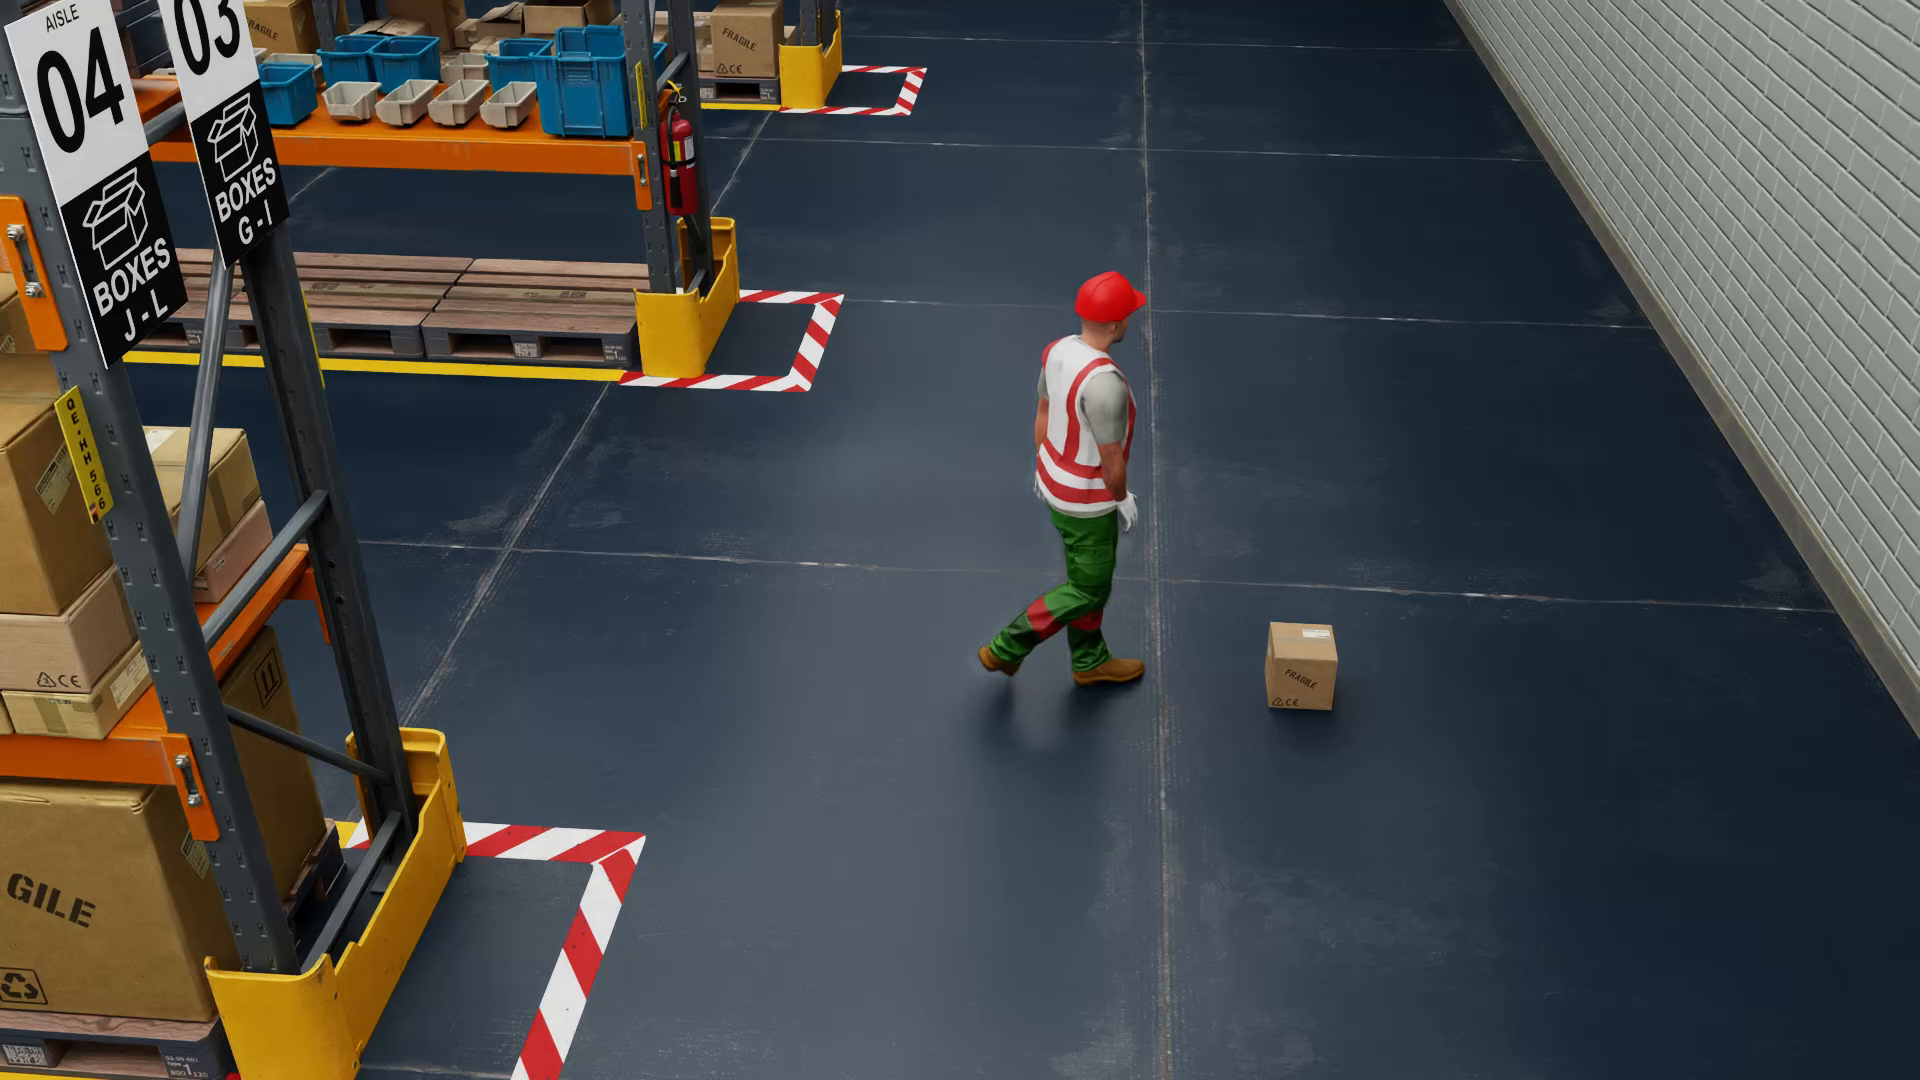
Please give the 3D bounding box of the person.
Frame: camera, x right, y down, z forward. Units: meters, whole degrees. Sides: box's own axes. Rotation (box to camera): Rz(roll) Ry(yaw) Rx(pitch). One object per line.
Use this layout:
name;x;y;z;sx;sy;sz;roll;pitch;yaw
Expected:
person;0.406;-0.188;6.411;0.716;1.784;0.561;-6;32;-9
